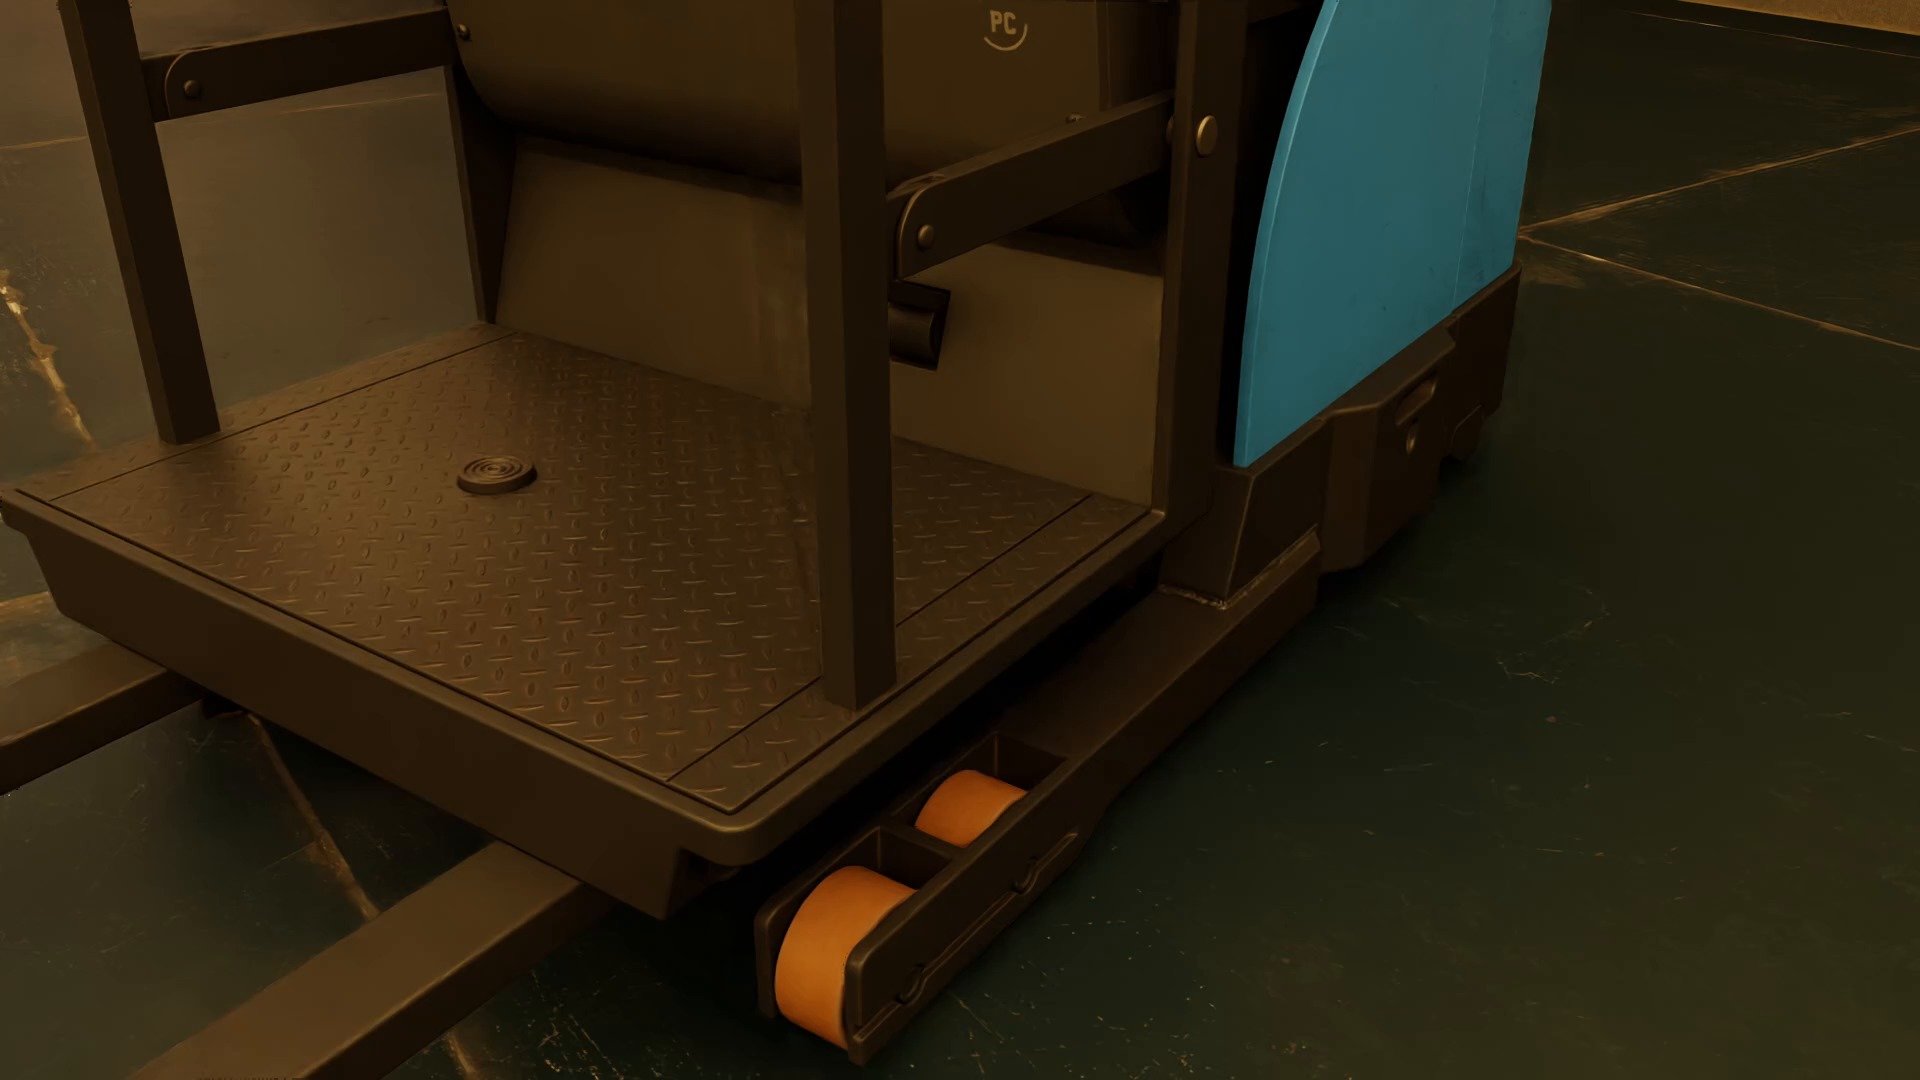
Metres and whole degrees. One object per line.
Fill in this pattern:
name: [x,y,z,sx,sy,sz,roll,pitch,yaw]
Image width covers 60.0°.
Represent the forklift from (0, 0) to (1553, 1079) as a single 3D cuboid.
forklift: [-0.341,-1.080,1.385,1.130,2.935,3.031,17,31,31]
